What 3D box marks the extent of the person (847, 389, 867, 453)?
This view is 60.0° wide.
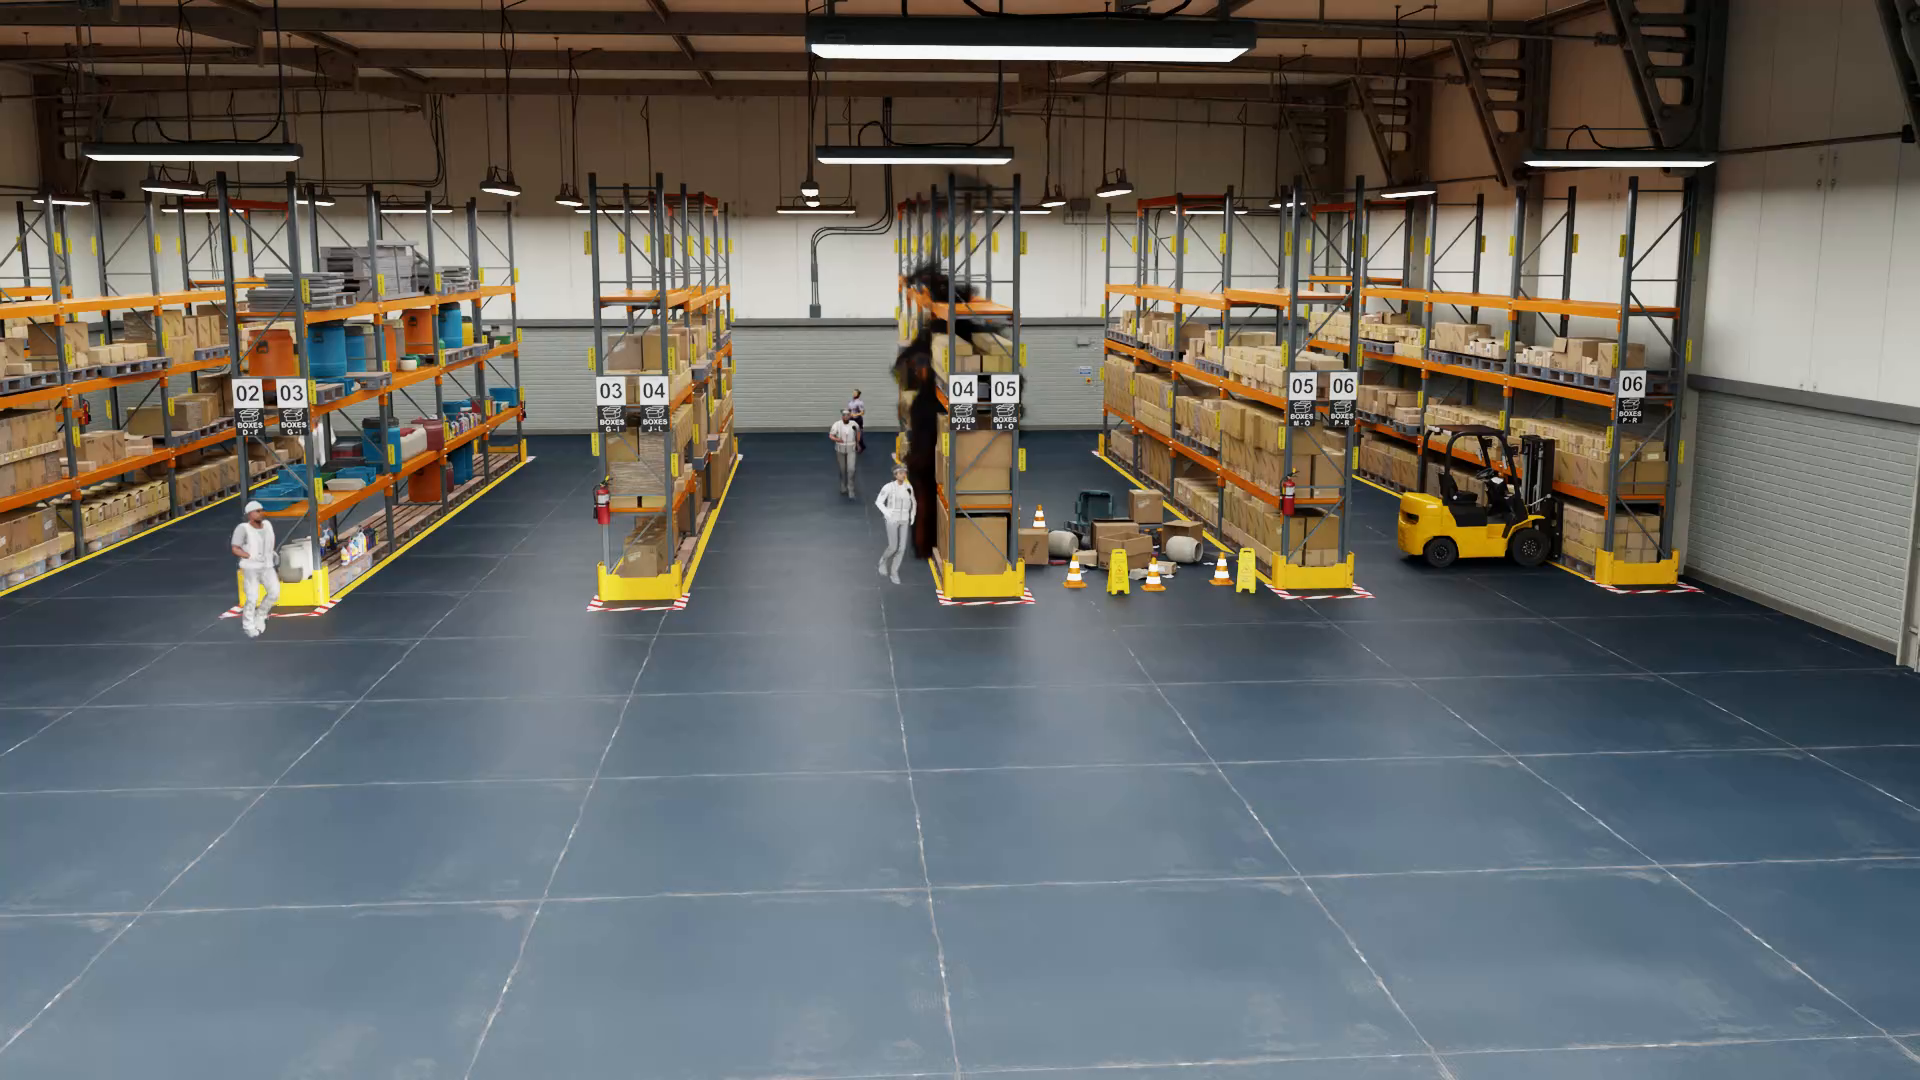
[{"bbox_3d":[-2.489,-2.812,39.995,0.616,1.651,0.809,9,13,42],"label":"person"}]

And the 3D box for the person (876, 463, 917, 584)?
[{"bbox_3d":[-0.886,-0.259,23.815,0.629,1.702,0.573,-5,11,-26],"label":"person"}]

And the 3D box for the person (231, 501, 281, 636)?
[{"bbox_3d":[-9.076,0.368,21.586,0.634,1.758,0.713,8,13,37],"label":"person"}]

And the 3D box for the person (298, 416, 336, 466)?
[{"bbox_3d":[-12.873,-1.701,33.309,0.703,1.729,0.651,-3,10,-16],"label":"person"}]

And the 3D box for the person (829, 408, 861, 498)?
[{"bbox_3d":[-2.325,-1.785,33.742,0.650,1.823,0.864,-1,10,-4],"label":"person"}]
